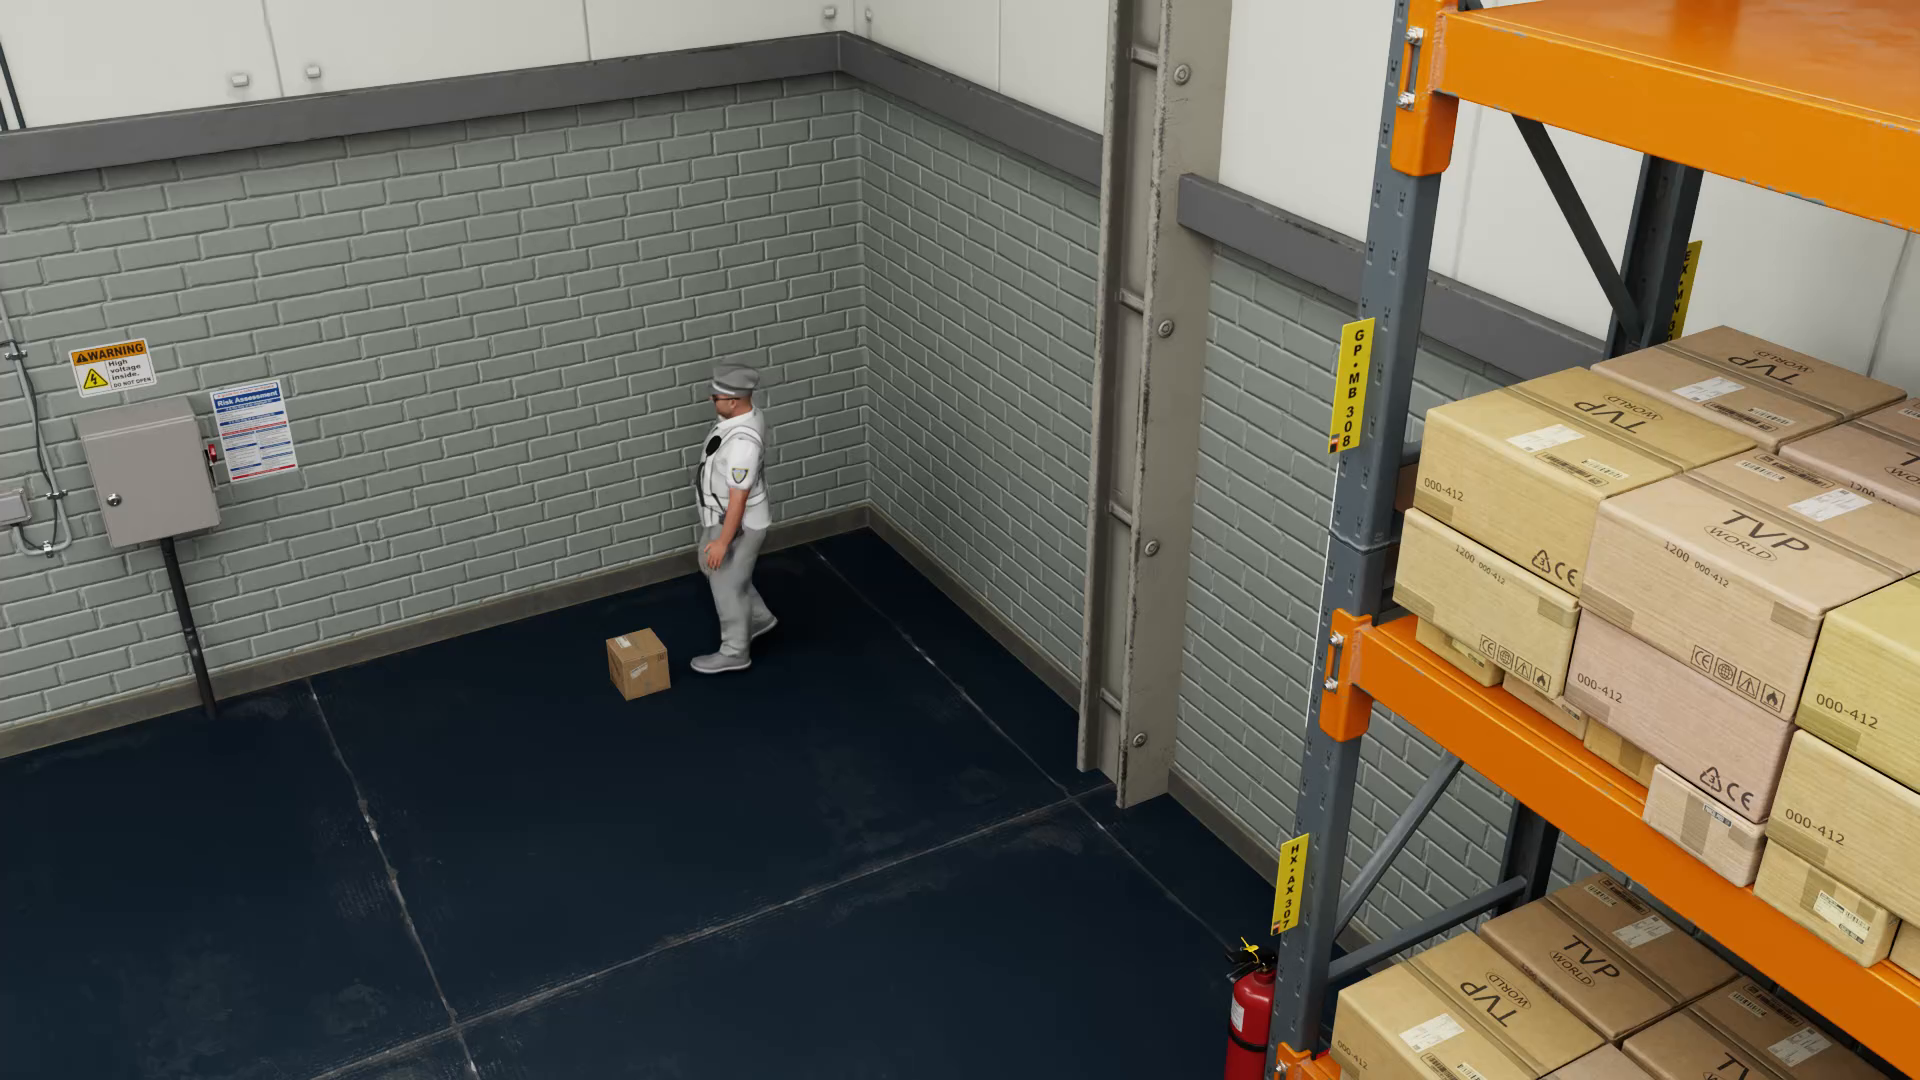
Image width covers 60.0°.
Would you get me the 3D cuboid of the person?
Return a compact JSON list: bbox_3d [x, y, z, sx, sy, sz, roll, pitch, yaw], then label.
[{"bbox_3d":[-1.229,-0.094,8.714,0.490,1.785,0.556,-3,29,-5],"label":"person"}]
